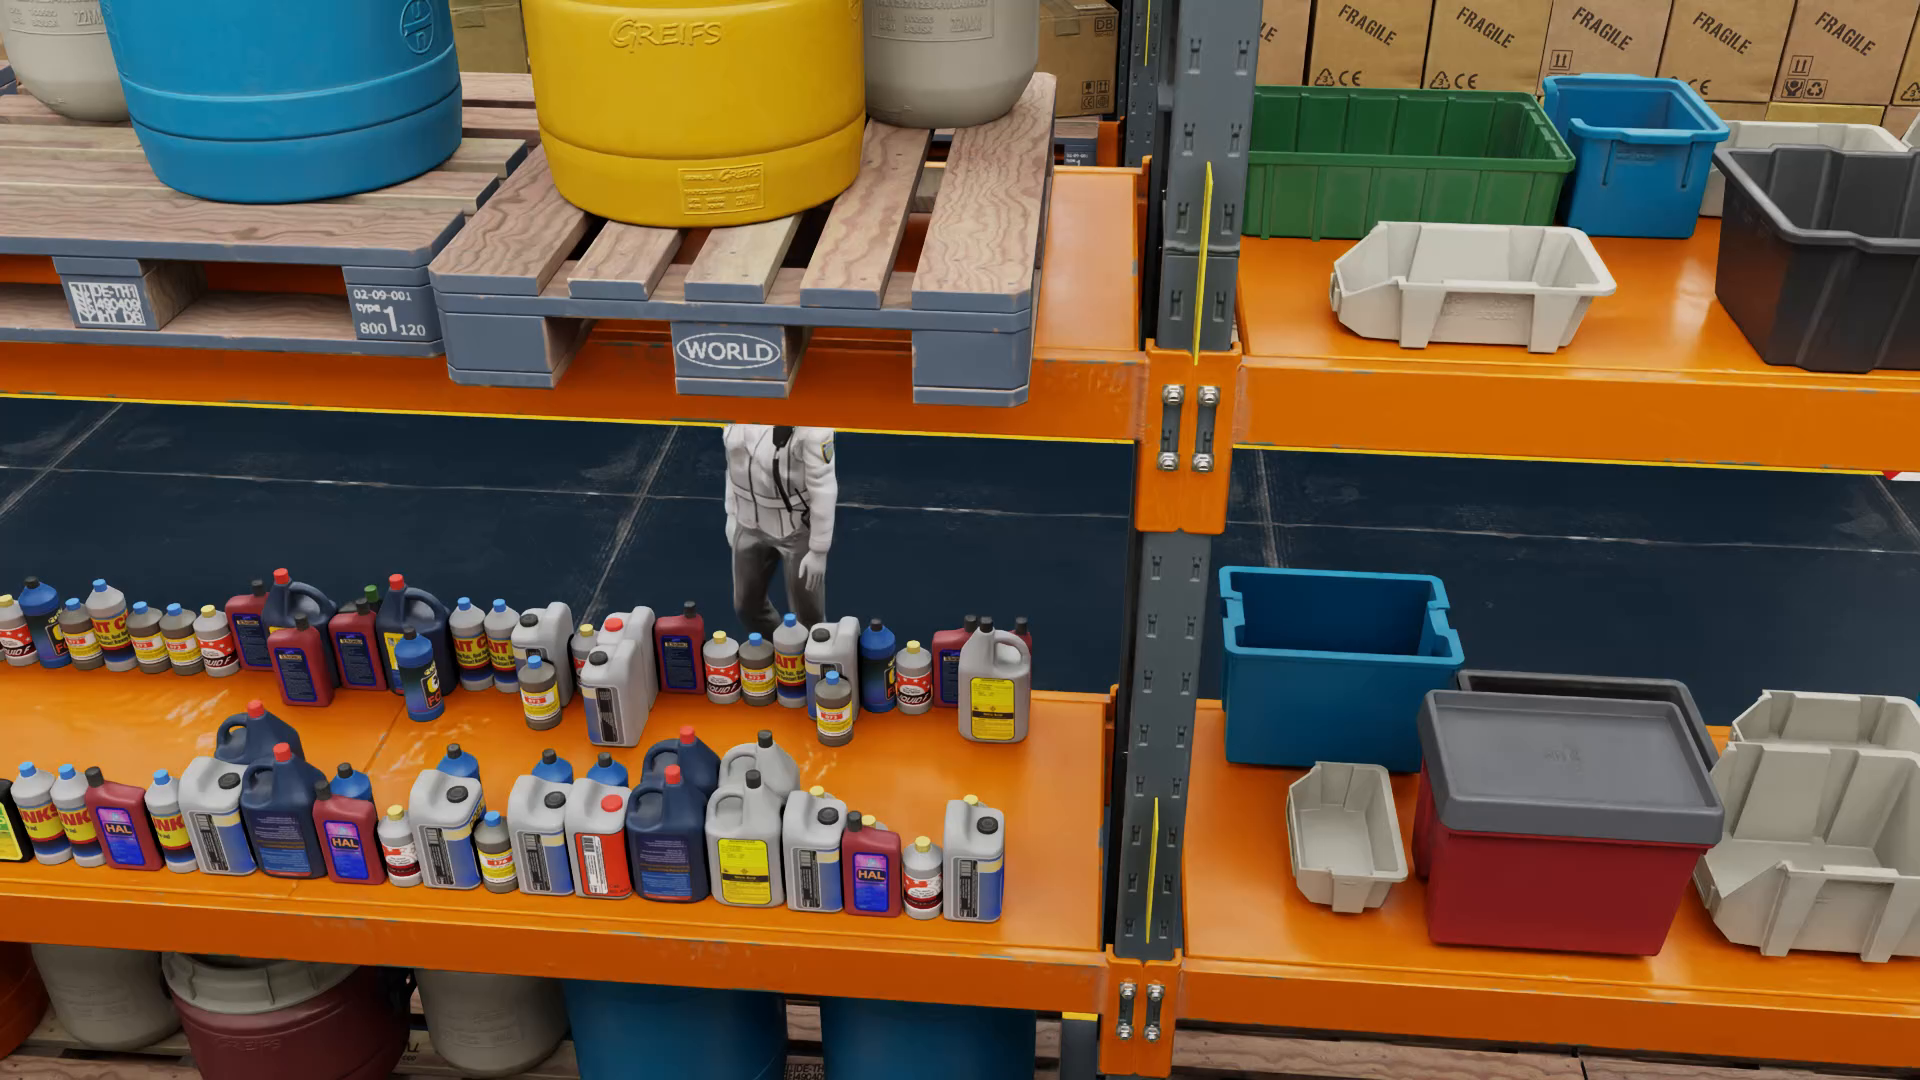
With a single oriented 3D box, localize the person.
[{"bbox_3d":[-0.698,-0.037,6.167,0.568,1.706,0.374,20,37,29],"label":"person"}]
